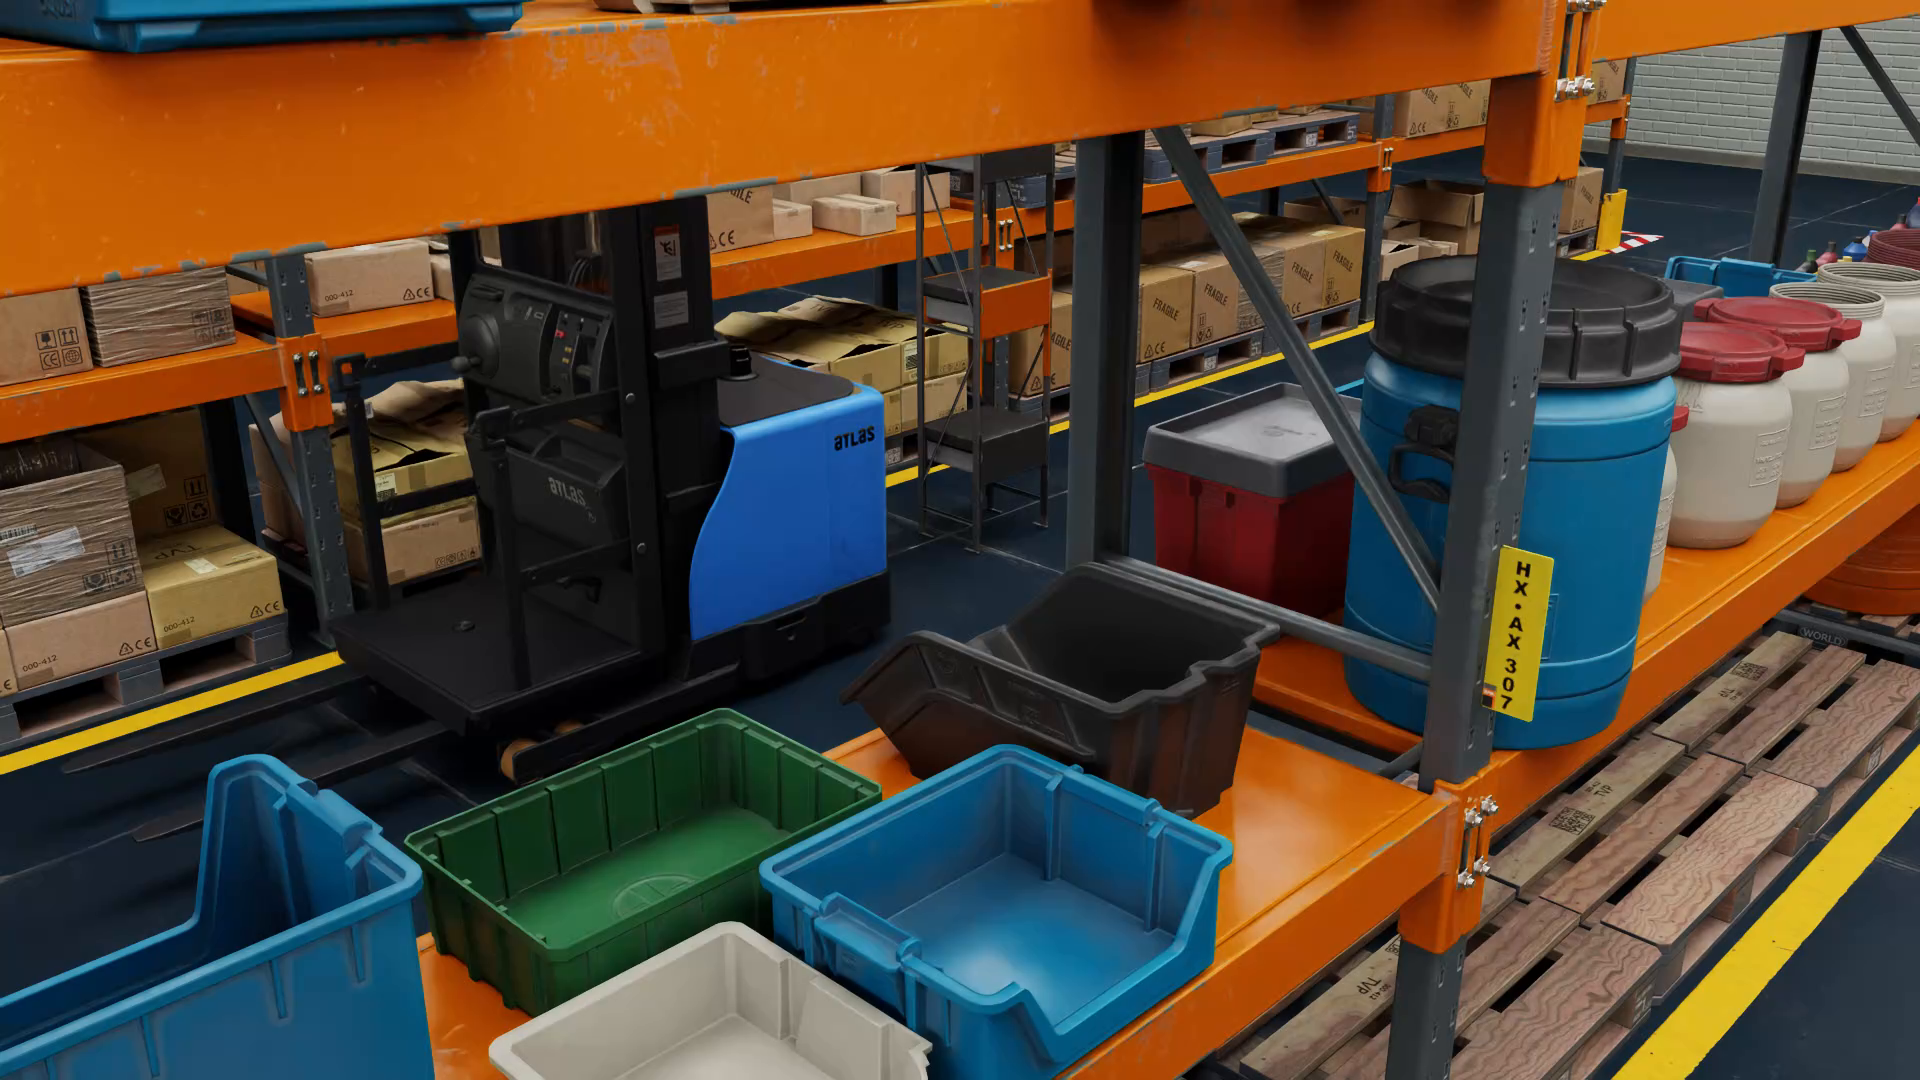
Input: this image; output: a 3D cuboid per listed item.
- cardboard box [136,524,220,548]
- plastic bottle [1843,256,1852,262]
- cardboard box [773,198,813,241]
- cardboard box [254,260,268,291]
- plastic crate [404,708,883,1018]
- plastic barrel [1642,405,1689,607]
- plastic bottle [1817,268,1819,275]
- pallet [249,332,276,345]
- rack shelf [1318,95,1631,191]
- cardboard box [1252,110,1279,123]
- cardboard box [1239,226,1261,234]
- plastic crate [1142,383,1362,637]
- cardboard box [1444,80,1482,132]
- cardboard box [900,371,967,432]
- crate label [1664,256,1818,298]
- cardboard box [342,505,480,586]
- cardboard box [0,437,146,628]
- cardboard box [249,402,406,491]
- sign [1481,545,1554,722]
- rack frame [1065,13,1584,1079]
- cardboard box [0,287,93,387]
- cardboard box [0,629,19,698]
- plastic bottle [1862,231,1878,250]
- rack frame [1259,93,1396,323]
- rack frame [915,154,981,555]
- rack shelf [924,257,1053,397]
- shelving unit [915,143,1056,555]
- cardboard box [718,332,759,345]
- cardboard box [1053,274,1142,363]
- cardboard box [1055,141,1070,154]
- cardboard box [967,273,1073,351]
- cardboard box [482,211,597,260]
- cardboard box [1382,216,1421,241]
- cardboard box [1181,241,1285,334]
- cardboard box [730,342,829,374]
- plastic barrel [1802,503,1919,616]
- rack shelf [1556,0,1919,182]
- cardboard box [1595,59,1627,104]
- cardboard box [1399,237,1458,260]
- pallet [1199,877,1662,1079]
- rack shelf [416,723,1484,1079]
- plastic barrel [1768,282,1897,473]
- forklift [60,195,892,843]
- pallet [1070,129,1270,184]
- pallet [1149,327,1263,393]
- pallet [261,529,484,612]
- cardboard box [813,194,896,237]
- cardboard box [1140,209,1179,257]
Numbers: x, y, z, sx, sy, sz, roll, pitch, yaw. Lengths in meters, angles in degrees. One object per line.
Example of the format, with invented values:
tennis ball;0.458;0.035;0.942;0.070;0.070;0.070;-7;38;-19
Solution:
cardboard box;-3.450;0.052;7.005;0.500;0.250;0.500;19;28;41
plastic bottle;3.726;-1.094;7.016;0.097;0.201;0.097;0;21;0
cardboard box;-0.968;-1.648;8.531;0.250;0.149;0.380;-18;27;-38
cardboard box;-4.905;-1.948;11.833;0.700;0.500;0.500;19;28;40
plastic crate;-0.512;0.539;2.786;0.450;0.188;0.662;19;28;41
plastic barrel;1.461;-0.092;3.945;0.433;0.535;0.433;0;21;0
plastic bottle;3.497;-1.009;6.796;0.097;0.201;0.097;0;21;0
pallet;-5.068;-1.532;11.765;1.003;0.211;1.213;19;28;41
rack shelf;4.066;-3.313;13.517;1.077;0.370;4.000;19;28;41
cardboard box;1.746;-3.119;11.285;0.500;0.500;0.700;-15;26;-34
cardboard box;1.795;-1.970;11.891;0.500;0.500;0.500;-20;28;-41
plastic crate;0.755;-0.069;3.984;0.402;0.464;0.583;19;28;41
cardboard box;3.577;-3.377;12.540;0.500;0.500;0.500;-20;28;-41
cardboard box;-0.311;-0.823;9.282;0.500;0.250;0.500;-19;28;-41
crate label;2.540;-0.695;5.652;0.502;0.435;0.616;19;28;41
cardboard box;-2.451;-0.033;7.226;0.500;0.250;0.500;18;28;39
cardboard box;-3.434;-0.042;6.204;0.500;0.500;0.500;19;28;41
cardboard box;-2.832;-0.429;7.475;0.500;0.311;0.500;19;28;41
sign;1.023;0.173;3.057;0.100;0.325;0.005;19;28;41
rack frame;0.637;0.162;3.472;1.000;3.000;0.127;19;28;41
cardboard box;-3.578;-0.872;6.024;0.700;0.500;0.500;19;28;40
cardboard box;-3.771;0.441;5.994;0.500;0.250;0.500;19;28;41
plastic bottle;3.930;-1.201;7.199;0.097;0.271;0.097;0;21;0
rack frame;2.671;-3.135;12.050;1.000;3.000;0.127;19;28;41
rack frame;-0.055;-0.960;7.645;0.400;2.100;0.015;19;28;41
rack shelf;0.115;-1.010;7.813;0.431;0.518;0.480;19;28;41
shelving unit;0.115;-1.023;7.809;0.431;2.100;0.503;19;28;41
cardboard box;-1.413;-0.952;8.837;0.500;0.311;0.500;18;28;39
cardboard box;0.764;-1.327;10.217;0.500;0.500;0.500;18;27;39
cardboard box;0.239;-2.540;9.776;0.700;0.500;0.500;9;23;23
cardboard box;0.365;-1.445;10.523;0.500;0.500;0.500;-19;28;-40
cardboard box;-1.995;-1.454;7.537;0.500;0.500;0.500;-18;27;-38
cardboard box;3.389;-2.496;13.521;0.500;0.311;0.500;19;28;41
cardboard box;1.831;-1.721;11.243;0.500;0.500;0.500;20;29;41
cardboard box;-1.020;-0.821;8.494;0.500;0.311;0.500;19;28;40
plastic barrel;3.756;-0.179;6.799;0.600;0.830;0.708;19;28;41
rack shelf;2.032;-1.416;4.401;1.077;0.370;4.000;19;28;41
cardboard box;5.344;-4.027;14.231;0.500;0.500;0.500;-19;28;-40
cardboard box;3.715;-2.297;13.205;0.380;0.166;0.250;19;28;41
pallet;1.157;1.252;4.523;1.003;0.211;1.213;19;28;41
rack shelf;-0.758;1.012;2.264;1.077;0.370;4.000;19;28;41
plastic barrel;2.569;-0.492;5.018;0.421;0.512;0.421;0;21;0
forklift;-1.679;-0.712;5.842;1.130;2.935;3.031;19;28;41
pallet;1.234;-2.518;10.713;1.003;0.211;1.213;19;28;41
pallet;1.280;-1.300;11.162;1.003;0.211;1.213;19;28;41
pallet;-2.424;0.024;7.718;1.003;0.211;1.213;19;28;41
cardboard box;-0.549;-1.689;8.639;0.380;0.149;0.250;19;28;41
cardboard box;1.112;-2.074;11.116;0.500;0.250;0.500;19;28;40
